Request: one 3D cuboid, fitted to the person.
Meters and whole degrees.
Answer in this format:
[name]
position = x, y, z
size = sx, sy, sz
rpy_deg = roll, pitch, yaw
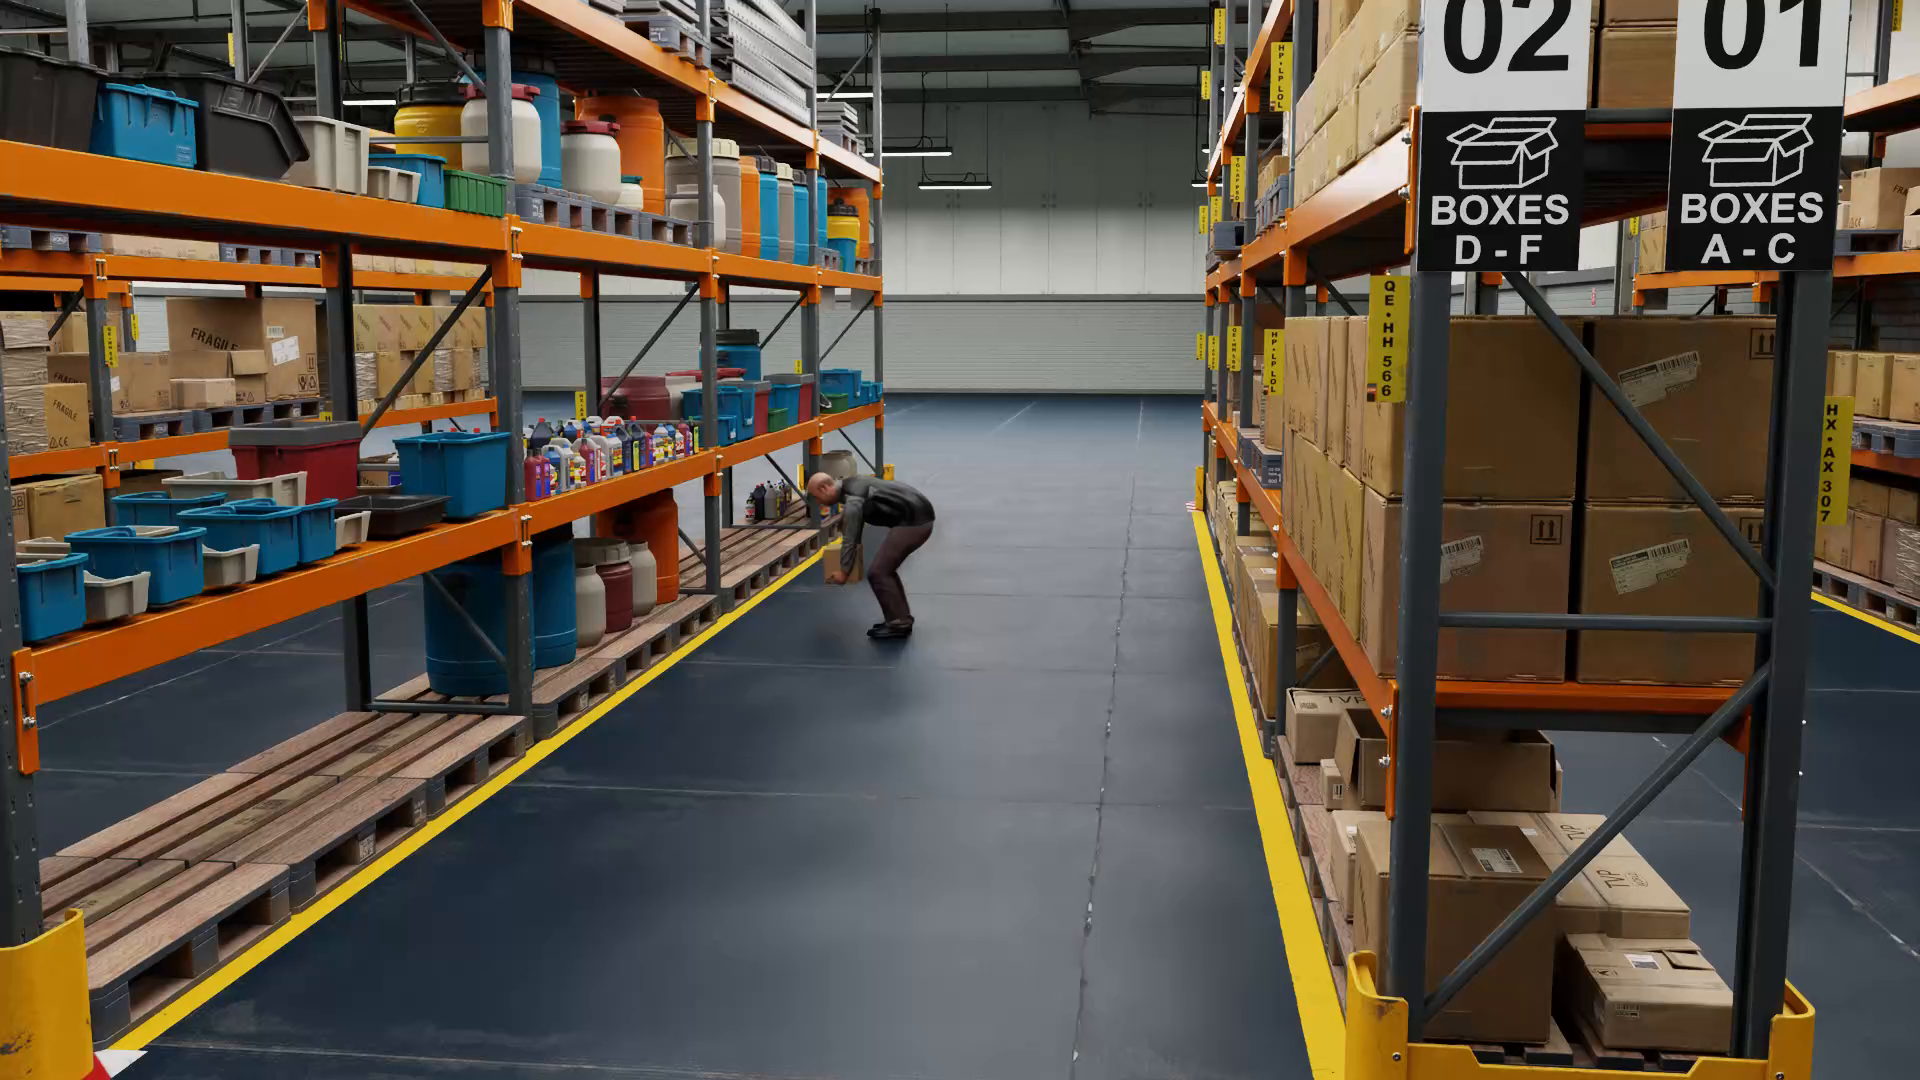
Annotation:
[person]
position = -0.644, 0.107, 12.132
size = 0.931, 1.184, 0.475
rpy_deg = 1, 8, 4
